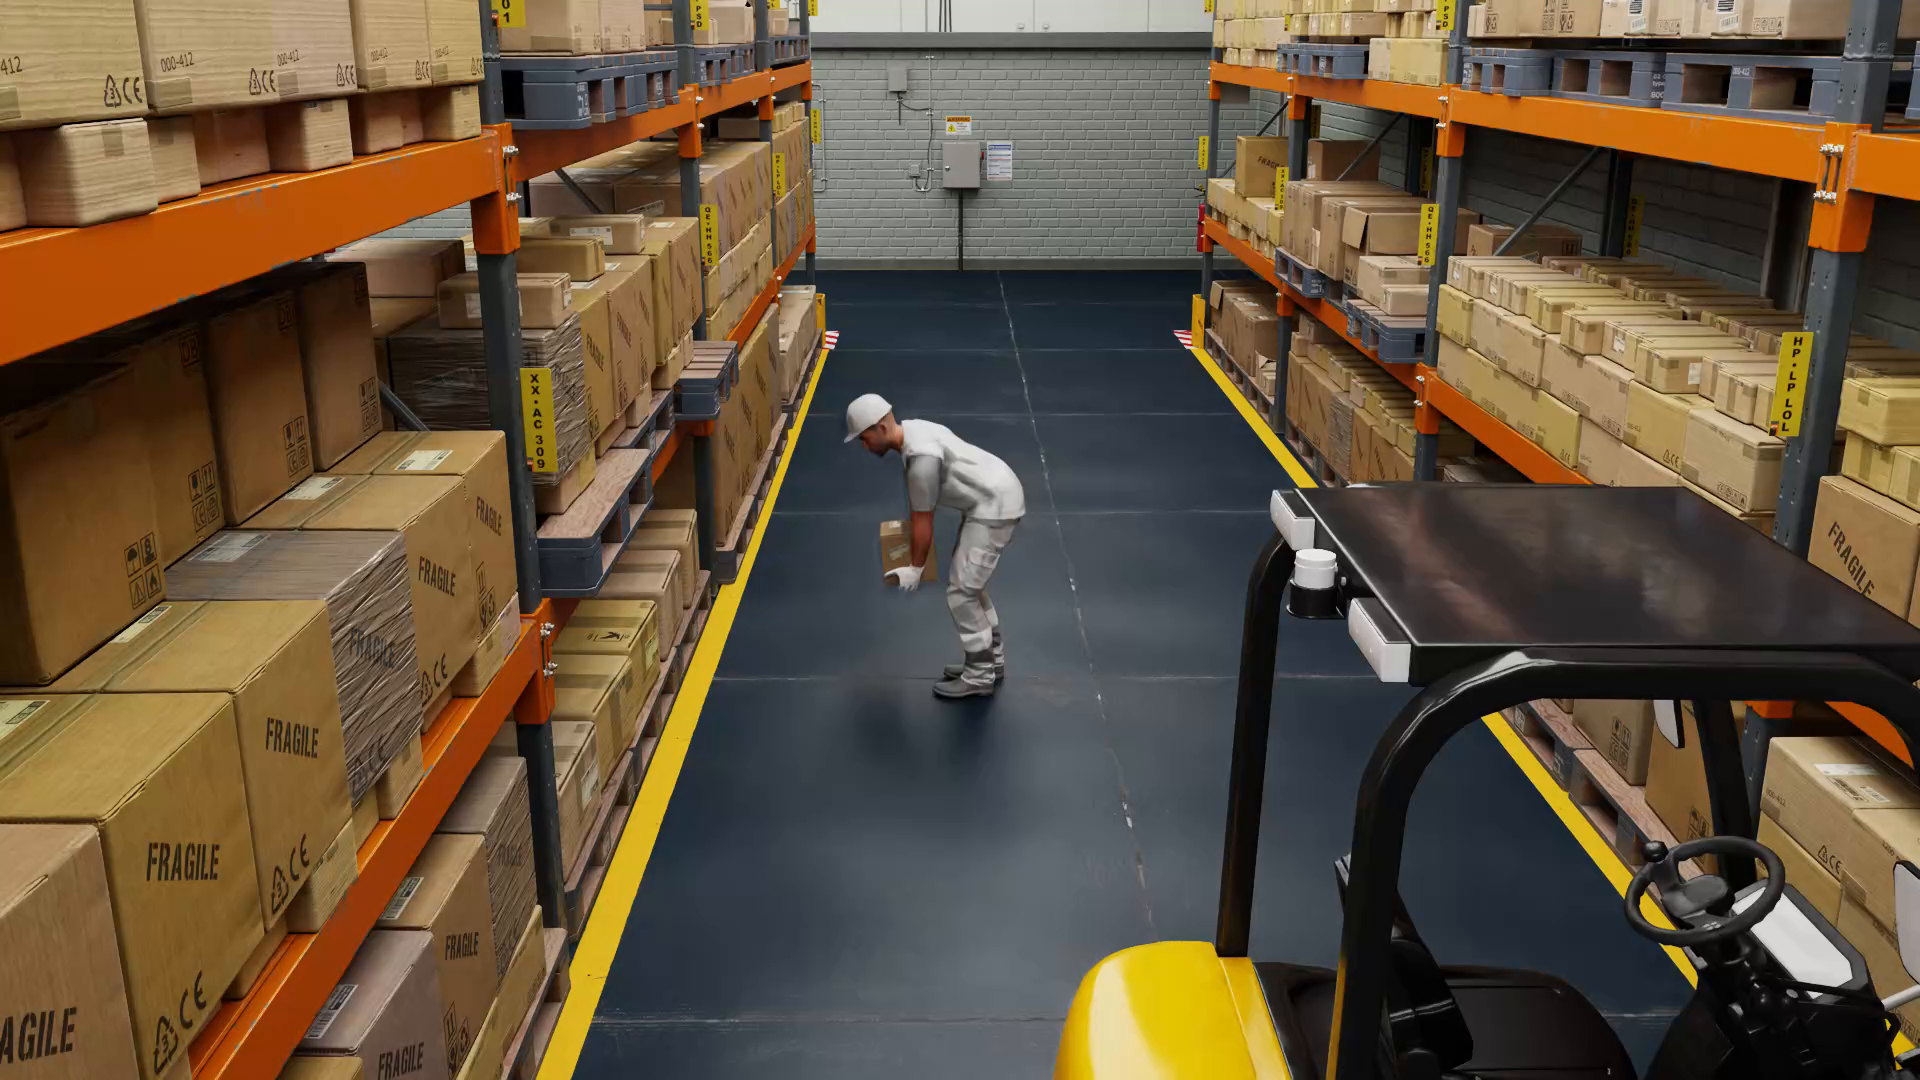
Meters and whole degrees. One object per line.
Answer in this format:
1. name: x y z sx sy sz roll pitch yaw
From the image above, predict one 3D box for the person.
1. person: -0.117 0.020 7.976 0.858 1.472 0.482 -1 17 -2
